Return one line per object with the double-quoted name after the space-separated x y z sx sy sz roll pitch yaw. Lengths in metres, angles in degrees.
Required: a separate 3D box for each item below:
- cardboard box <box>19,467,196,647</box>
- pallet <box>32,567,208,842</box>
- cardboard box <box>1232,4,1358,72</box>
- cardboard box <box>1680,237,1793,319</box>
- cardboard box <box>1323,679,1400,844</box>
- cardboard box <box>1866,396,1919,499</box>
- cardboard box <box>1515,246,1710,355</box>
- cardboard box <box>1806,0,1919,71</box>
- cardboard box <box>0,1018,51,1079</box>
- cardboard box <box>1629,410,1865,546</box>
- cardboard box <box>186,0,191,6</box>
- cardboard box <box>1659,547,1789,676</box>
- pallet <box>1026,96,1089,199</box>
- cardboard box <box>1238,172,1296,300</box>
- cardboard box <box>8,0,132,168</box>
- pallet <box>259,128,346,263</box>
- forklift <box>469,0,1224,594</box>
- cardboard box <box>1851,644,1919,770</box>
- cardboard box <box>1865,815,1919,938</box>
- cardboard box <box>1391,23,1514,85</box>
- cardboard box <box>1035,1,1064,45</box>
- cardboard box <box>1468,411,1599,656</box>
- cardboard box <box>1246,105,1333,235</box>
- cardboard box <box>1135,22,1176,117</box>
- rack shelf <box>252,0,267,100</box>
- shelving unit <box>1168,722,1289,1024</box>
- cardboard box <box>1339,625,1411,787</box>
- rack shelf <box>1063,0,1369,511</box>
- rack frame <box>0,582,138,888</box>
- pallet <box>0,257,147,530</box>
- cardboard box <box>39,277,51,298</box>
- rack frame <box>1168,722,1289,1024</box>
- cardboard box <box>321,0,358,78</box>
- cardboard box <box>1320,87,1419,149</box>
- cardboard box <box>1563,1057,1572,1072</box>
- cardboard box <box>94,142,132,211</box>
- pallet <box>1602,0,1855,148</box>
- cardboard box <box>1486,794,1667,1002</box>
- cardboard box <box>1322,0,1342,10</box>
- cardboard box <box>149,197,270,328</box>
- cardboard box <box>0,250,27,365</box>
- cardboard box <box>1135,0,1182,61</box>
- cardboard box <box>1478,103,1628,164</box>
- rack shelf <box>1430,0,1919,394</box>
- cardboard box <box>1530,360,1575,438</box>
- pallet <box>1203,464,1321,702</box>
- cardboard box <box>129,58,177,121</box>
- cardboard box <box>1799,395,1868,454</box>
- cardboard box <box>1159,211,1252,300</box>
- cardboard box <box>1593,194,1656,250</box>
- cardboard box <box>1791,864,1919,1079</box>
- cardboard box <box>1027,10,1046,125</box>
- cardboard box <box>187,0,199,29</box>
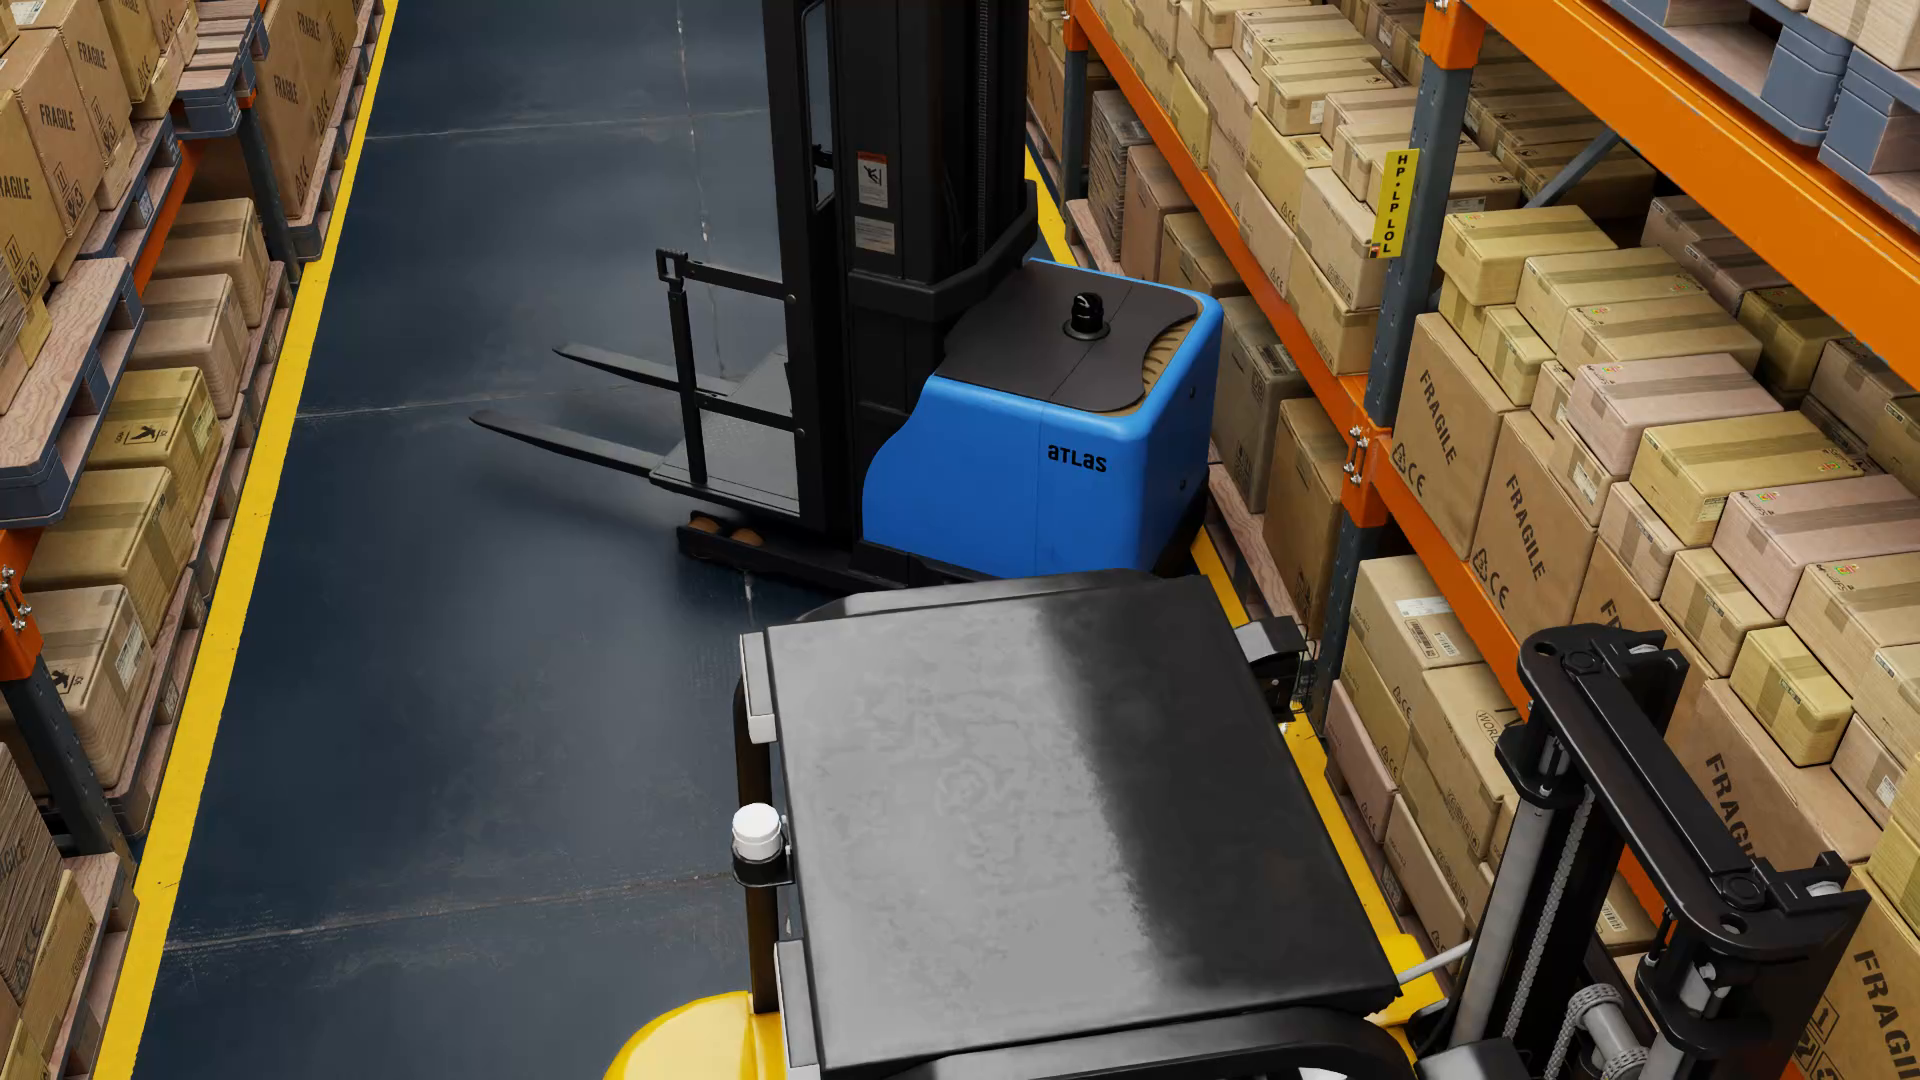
-3.367 0.086 5.993 0.950 0.372 0.625 -4 38 -5 "cardboard box"
-3.281 0.596 5.811 1.003 0.211 1.213 -6 38 -8 "pallet"
1.211 -1.818 6.035 0.380 0.149 0.250 -6 38 -8 "cardboard box"
2.099 -0.668 4.312 0.380 0.149 0.250 -7 38 -9 "cardboard box"
1.502 0.677 5.333 0.500 0.250 0.500 -6 38 -7 "cardboard box"
2.290 -0.206 3.718 0.380 0.149 0.250 -7 38 -9 "cardboard box"
1.659 -0.613 4.242 0.380 0.149 0.250 -6 38 -7 "cardboard box"
1.704 -0.979 2.806 0.396 0.266 0.258 -7 38 -9 "cardboard box"
-2.672 1.534 4.230 0.500 0.250 0.500 -7 38 -9 "cardboard box"
1.711 -0.138 3.630 0.380 0.149 0.250 -7 38 -9 "cardboard box"
-3.491 -2.529 6.894 0.500 0.500 0.500 -7 38 -9 "cardboard box"
1.736 0.130 3.527 0.380 0.149 0.250 -7 38 -9 "cardboard box"
0.948 -2.341 9.591 1.003 0.211 1.213 -6 38 -8 "pallet"
1.303 -1.091 5.832 0.500 0.250 0.500 -6 38 -8 "cardboard box"
-3.206 -1.583 5.677 0.500 0.500 0.500 -8 39 -10 "cardboard box"
-3.909 -1.834 8.939 1.003 0.211 1.213 -6 38 -8 "pallet"
-0.570 -1.313 6.051 3.031 2.935 1.130 15 40 19 "forklift"
1.899 0.312 3.050 0.380 0.149 0.250 -6 38 -7 "cardboard box"
1.858 0.598 2.925 0.380 0.149 0.250 -6 38 -8 "cardboard box"
1.770 -1.726 5.916 0.380 0.149 0.250 -6 38 -8 "cardboard box"
0.627 -2.855 9.146 0.380 0.149 0.250 -8 39 -10 "cardboard box"
1.671 -0.002 4.226 0.500 0.500 0.500 -6 38 -7 "cardboard box"
1.308 -1.288 5.678 0.500 0.250 0.500 -7 38 -9 "cardboard box"
1.059 -2.019 7.026 0.500 0.250 0.500 -7 38 -9 "cardboard box"
-4.195 -3.375 9.236 1.077 0.370 4.000 -6 38 -8 "rack shelf"
0.614 0.979 5.261 0.503 0.258 1.200 16 41 20 "shelving unit"
1.524 0.477 5.183 0.500 0.250 0.500 -6 38 -8 "cardboard box"
1.392 -1.495 6.816 1.077 0.370 4.000 -6 38 -8 "rack shelf"
-3.143 -0.035 4.350 1.000 3.000 0.127 -6 38 -8 "rack frame"
-3.134 -0.437 5.023 1.003 0.211 1.213 -6 38 -8 "pallet"
-3.089 -0.784 5.177 0.380 0.149 0.250 -4 38 -5 "cardboard box"
0.835 1.041 5.179 0.015 0.240 1.200 16 41 20 "rack frame"
-4.192 -3.283 9.921 0.875 0.875 0.875 -5 38 -7 "cardboard box"
1.410 -1.357 5.441 0.380 0.149 0.250 -6 38 -8 "cardboard box"
1.778 1.391 4.006 0.500 0.250 0.500 -6 38 -8 "cardboard box"
-3.130 -1.260 5.789 0.380 0.149 0.250 -5 38 -6 "cardboard box"
1.918 -1.208 3.488 1.003 0.211 1.213 -6 38 -8 "pallet"
1.697 0.889 4.244 0.500 0.250 0.500 -5 38 -6 "cardboard box"
1.586 -2.183 6.505 0.380 0.149 0.250 -5 38 -7 "cardboard box"
-3.755 -1.237 7.697 0.950 0.372 0.625 -9 39 -11 "cardboard box"
-2.943 -0.672 4.503 0.500 0.500 0.500 -5 38 -7 "cardboard box"
1.039 -2.210 6.865 0.500 0.250 0.500 -7 38 -9 "cardboard box"
1.897 -1.270 5.329 0.380 0.149 0.250 -7 38 -9 "cardboard box"
2.093 -0.264 2.786 1.077 0.370 4.000 -6 38 -8 "rack shelf"
1.660 -0.335 4.126 0.380 0.149 0.250 -6 38 -8 "cardboard box"
1.575 0.089 6.463 1.003 0.211 1.213 -6 38 -8 "pallet"
-3.251 -1.726 6.389 0.380 0.149 0.250 -6 38 -7 "cardboard box"
2.252 -0.240 4.003 0.380 0.149 0.250 -6 38 -8 "cardboard box"
1.378 -1.037 7.233 0.875 0.625 0.625 -8 39 -10 "cardboard box"
1.906 -1.043 5.363 0.500 0.250 0.500 -7 38 -9 "cardboard box"
1.927 0.913 3.049 0.500 0.500 0.500 -7 38 -9 "cardboard box"
0.678 -2.702 9.478 0.500 0.500 0.500 -7 38 -9 "cardboard box"
-3.437 -2.191 6.987 0.380 0.149 0.250 -6 38 -7 "cardboard box"
